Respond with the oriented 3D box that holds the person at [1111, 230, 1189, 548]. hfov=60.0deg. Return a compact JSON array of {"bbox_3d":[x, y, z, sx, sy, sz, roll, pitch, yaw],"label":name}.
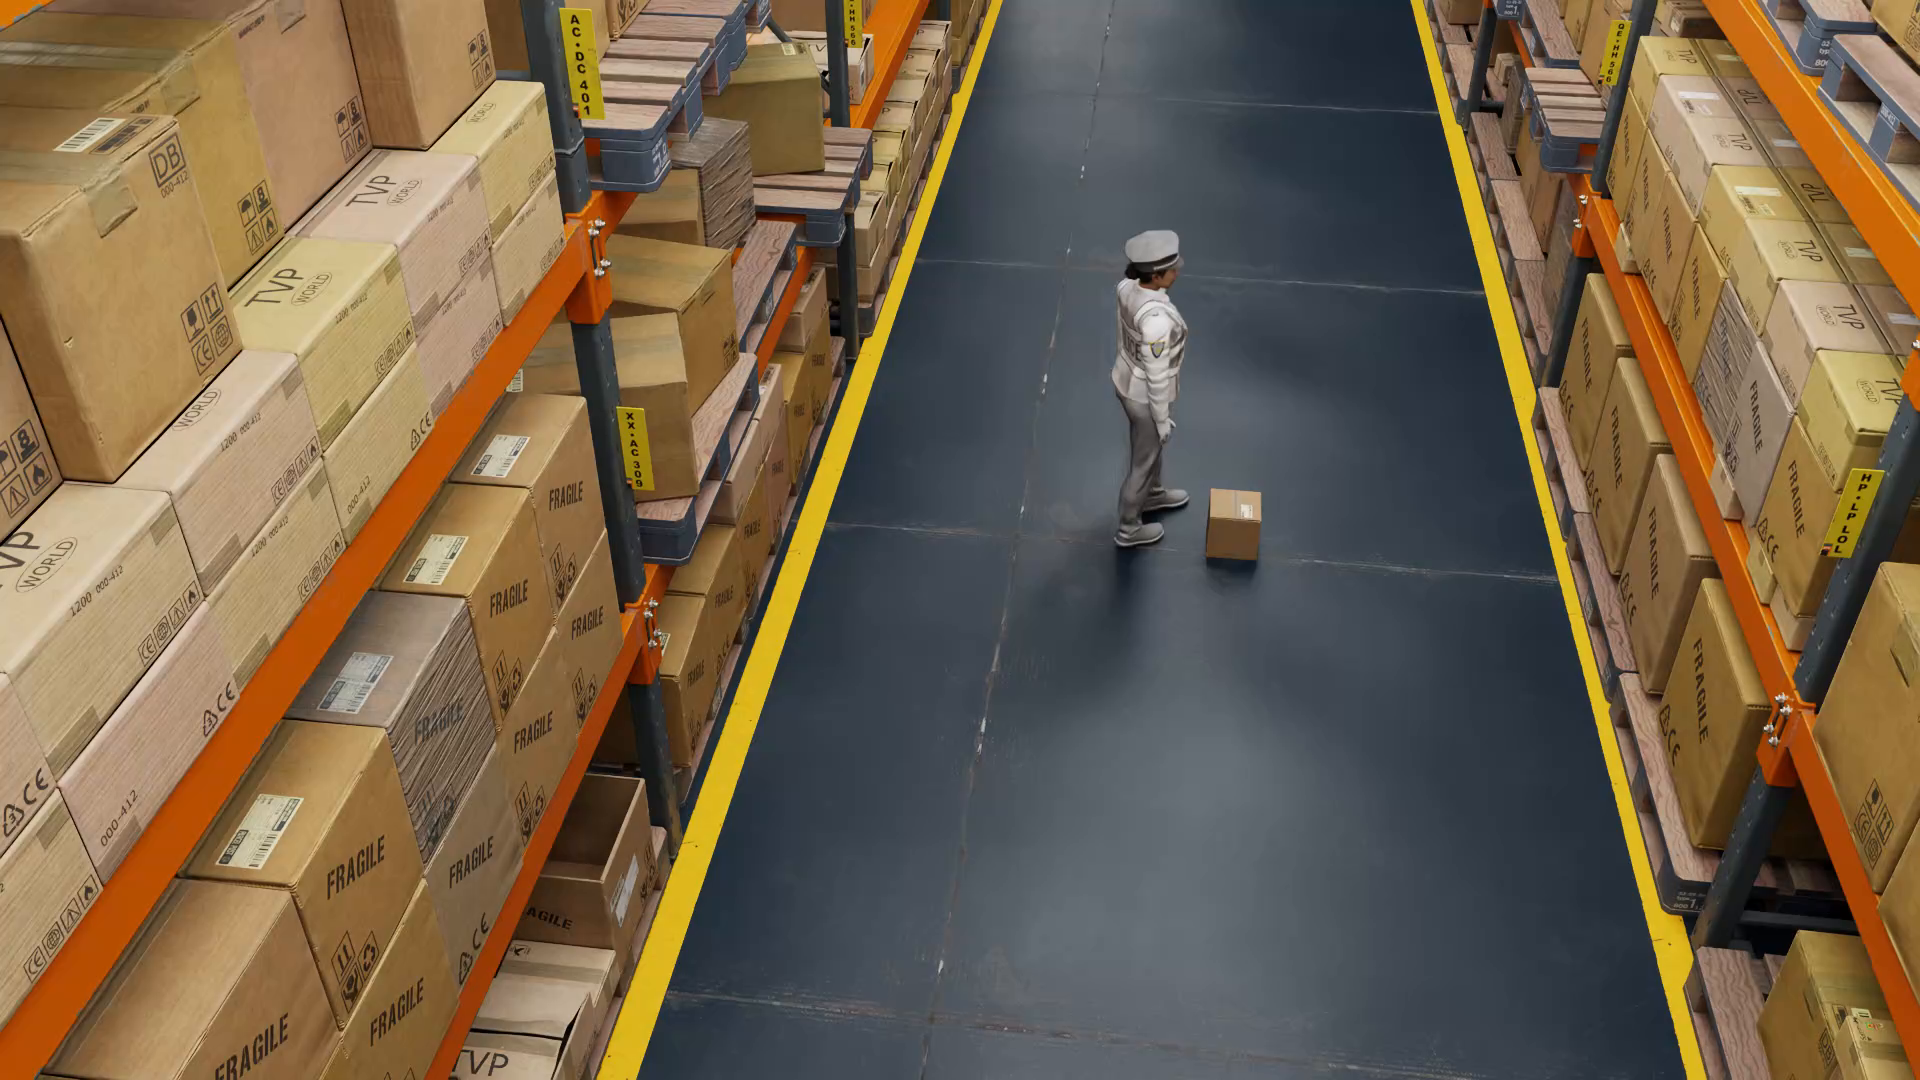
[{"bbox_3d":[0.991,-0.721,7.994,0.528,1.686,0.530,-9,37,-12],"label":"person"}]
